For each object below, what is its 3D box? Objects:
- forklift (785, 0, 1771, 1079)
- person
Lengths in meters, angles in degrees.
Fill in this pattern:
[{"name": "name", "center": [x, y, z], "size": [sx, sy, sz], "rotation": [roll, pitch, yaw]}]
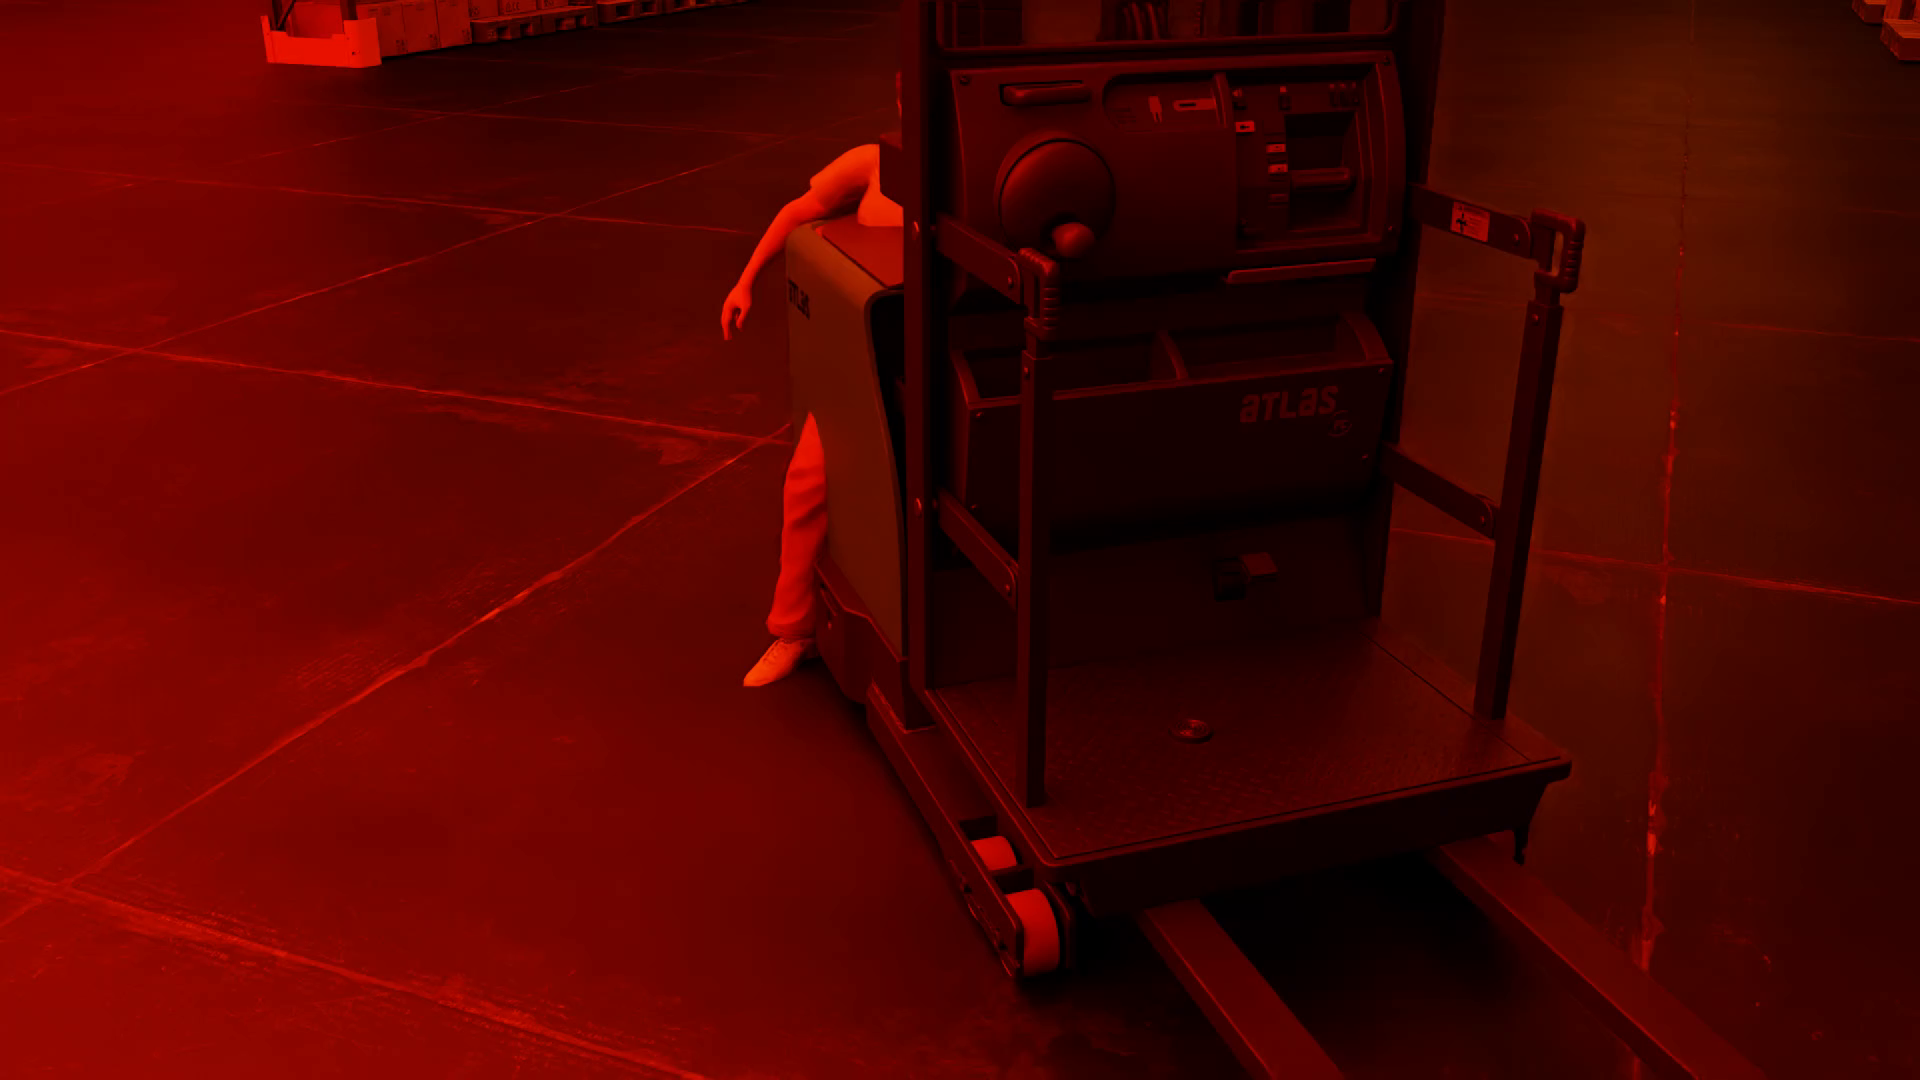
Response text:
[{"name": "forklift", "center": [0.504, -0.706, 2.982], "size": [1.130, 2.935, 3.031], "rotation": [-8, 24, -18]}, {"name": "person", "center": [-0.215, -0.424, 4.187], "size": [0.874, 1.549, 0.716], "rotation": [5, 23, 12]}]
